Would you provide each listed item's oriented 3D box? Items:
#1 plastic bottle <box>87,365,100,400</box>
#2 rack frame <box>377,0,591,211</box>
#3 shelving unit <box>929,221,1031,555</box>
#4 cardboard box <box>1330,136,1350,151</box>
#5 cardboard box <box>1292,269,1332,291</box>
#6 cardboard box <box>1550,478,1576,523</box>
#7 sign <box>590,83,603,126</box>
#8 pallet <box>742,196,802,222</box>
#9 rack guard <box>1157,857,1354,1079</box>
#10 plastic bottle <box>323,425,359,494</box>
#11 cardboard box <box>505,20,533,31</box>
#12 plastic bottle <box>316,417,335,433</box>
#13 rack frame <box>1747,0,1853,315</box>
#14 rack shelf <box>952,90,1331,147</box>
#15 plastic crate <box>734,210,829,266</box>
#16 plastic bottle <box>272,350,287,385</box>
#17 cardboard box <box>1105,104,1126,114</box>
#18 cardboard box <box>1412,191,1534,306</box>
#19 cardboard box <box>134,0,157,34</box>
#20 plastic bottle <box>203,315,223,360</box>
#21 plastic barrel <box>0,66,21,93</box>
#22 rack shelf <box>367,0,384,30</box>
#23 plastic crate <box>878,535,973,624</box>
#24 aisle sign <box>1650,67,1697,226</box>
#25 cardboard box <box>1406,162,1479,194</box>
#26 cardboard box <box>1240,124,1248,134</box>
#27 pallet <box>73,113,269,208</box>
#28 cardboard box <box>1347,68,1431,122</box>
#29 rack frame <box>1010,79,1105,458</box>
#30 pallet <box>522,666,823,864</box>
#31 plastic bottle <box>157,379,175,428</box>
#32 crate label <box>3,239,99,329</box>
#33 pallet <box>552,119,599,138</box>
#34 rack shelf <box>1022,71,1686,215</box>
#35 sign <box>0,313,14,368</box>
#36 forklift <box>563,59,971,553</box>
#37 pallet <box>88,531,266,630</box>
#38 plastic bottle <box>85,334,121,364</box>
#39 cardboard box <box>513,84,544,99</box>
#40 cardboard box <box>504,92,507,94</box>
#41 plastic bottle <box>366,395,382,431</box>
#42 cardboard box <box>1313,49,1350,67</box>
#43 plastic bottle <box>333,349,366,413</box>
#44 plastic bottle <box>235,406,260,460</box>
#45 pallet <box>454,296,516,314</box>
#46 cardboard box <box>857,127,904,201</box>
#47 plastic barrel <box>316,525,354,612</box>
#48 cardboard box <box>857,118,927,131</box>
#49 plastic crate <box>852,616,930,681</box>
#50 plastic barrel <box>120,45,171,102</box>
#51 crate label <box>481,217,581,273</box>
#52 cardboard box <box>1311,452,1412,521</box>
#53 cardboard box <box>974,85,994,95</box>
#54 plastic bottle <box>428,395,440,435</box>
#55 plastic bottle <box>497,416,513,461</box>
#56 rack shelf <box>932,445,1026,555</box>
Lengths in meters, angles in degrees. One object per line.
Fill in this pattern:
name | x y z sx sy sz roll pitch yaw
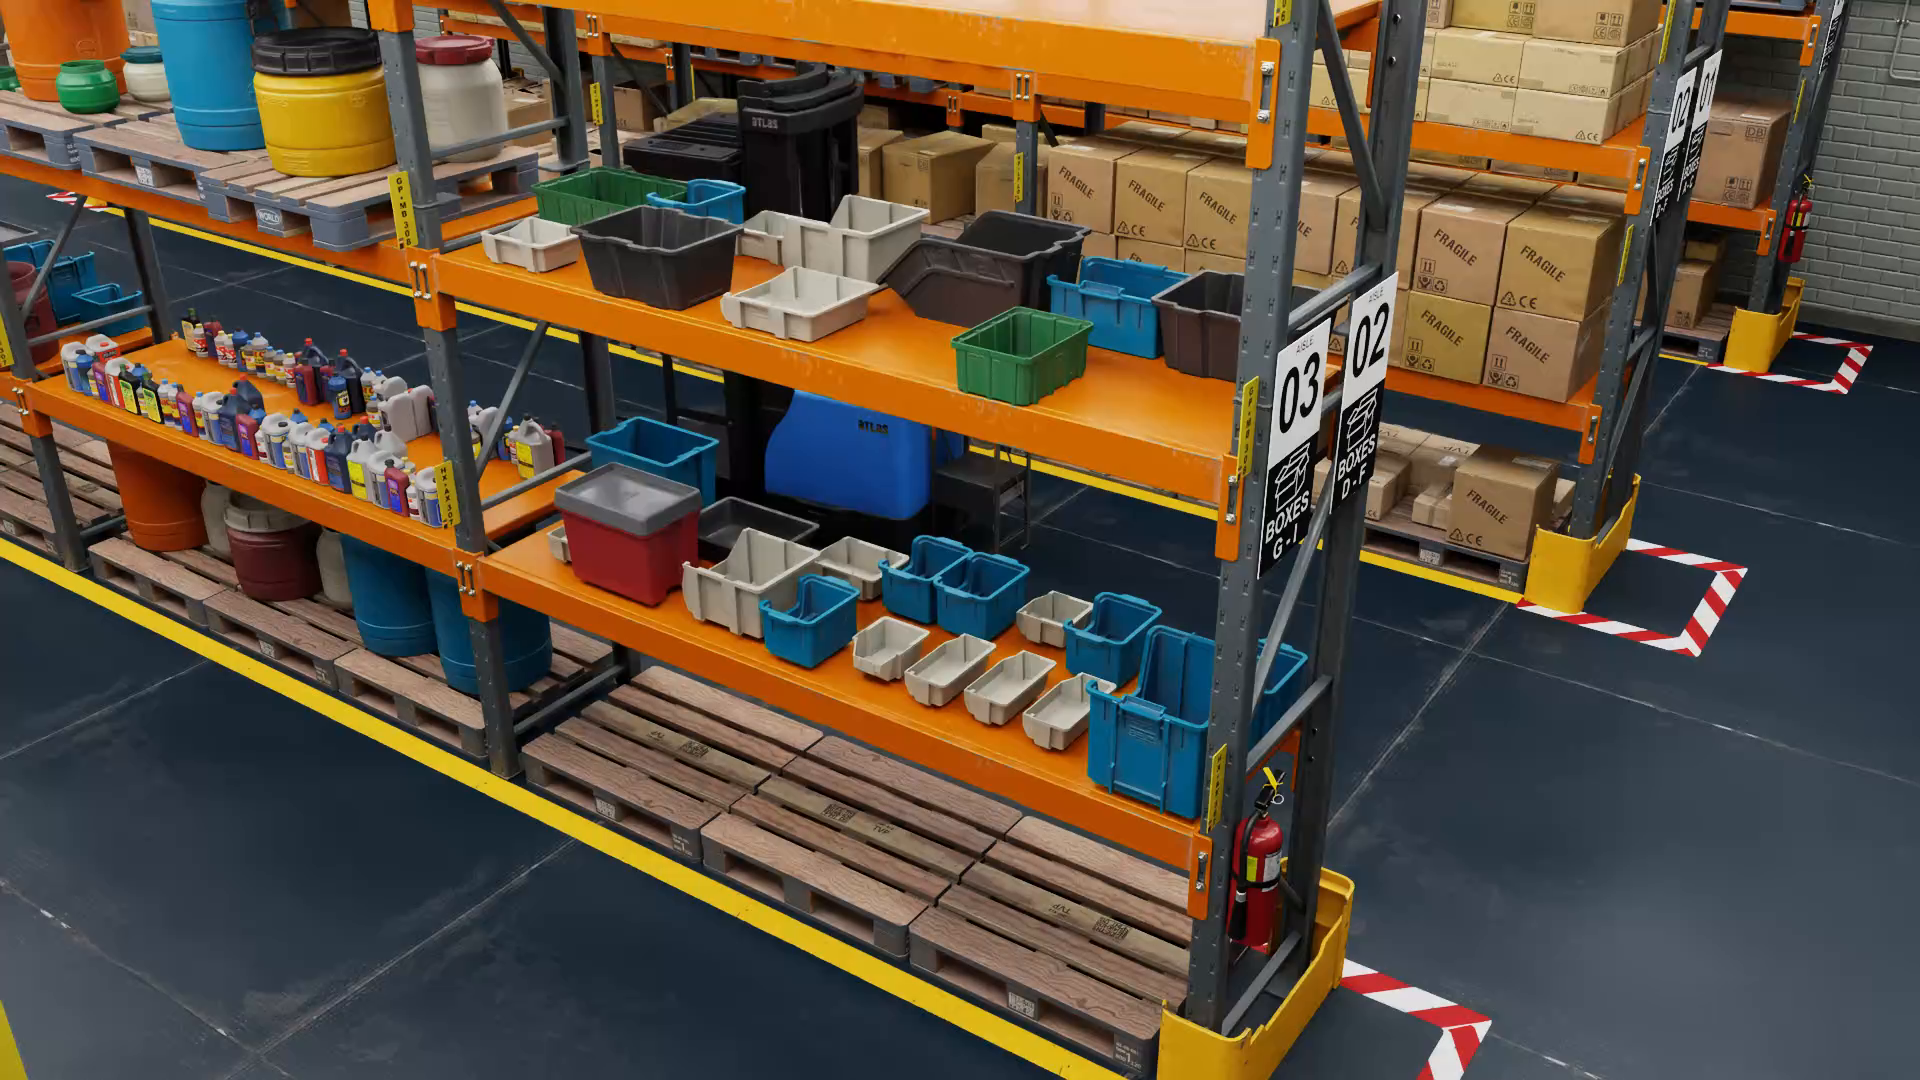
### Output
plastic bottle | -5.063 -0.934 9.772 0.097 0.201 0.097 0 27 0
rack frame | -2.100 -2.966 6.931 0.127 3.000 1.000 17 32 30
shelving unit | 0.136 -0.893 10.464 0.503 2.100 0.431 17 32 30
cardboard box | 3.947 -3.985 15.216 0.700 0.700 0.980 18 32 31
cardboard box | 2.228 -1.566 10.683 0.500 0.500 0.500 17 31 30
cardboard box | 3.854 -0.278 10.921 0.250 0.149 0.380 17 32 30
sign | -2.901 -3.478 13.275 0.005 0.325 0.100 17 32 30
pallet | -0.984 -2.587 13.013 1.213 0.211 1.003 17 32 30
rack guard | 1.224 1.850 6.838 0.348 0.500 1.175 17 32 30
plastic bottle | -3.195 -0.432 8.620 0.185 0.351 0.144 17 32 30
cardboard box | -5.307 -6.515 20.662 0.500 0.250 0.500 17 31 30
plastic bottle | -3.380 -0.525 8.890 0.097 0.271 0.097 0 27 0
rack frame | 6.806 -2.969 13.551 0.127 3.000 1.000 17 32 30
rack shelf | 1.861 -4.189 16.742 4.000 0.370 1.077 17 32 30
plastic crate | -0.836 -1.328 7.309 0.466 0.136 0.293 17 32 30
plastic bottle | -4.066 -1.041 9.982 0.097 0.201 0.097 0 27 0
cardboard box | 1.623 -4.360 16.538 0.250 0.149 0.380 18 32 31
cardboard box | 3.065 -1.747 9.938 0.500 0.500 0.500 18 32 32
cardboard box | -7.910 -5.447 16.880 0.500 0.500 0.700 17 32 31
plastic bottle | -4.632 -1.264 10.329 0.133 0.283 0.061 17 32 30
plastic barrel | -5.630 -2.632 9.752 0.294 0.245 0.294 0 27 0
rack shelf | -3.749 -2.981 8.194 4.000 0.370 1.077 17 32 30
plastic crate | -0.153 0.181 7.480 0.300 0.233 0.416 17 32 30
aisle sign | 3.888 -2.143 9.061 0.004 0.787 0.394 17 32 30
cardboard box | 2.943 -2.081 10.593 0.500 0.500 0.500 18 32 31
cardboard box | 2.849 -3.930 15.695 0.250 0.149 0.380 18 32 31
pallet | -3.738 -2.000 8.548 1.213 0.211 1.003 17 32 30
cardboard box | 2.607 -2.676 9.833 0.500 0.250 0.500 17 32 30
rack frame | 0.708 -2.144 11.929 0.127 3.000 1.000 17 32 30
pallet | -1.472 1.124 8.582 1.213 0.211 1.003 17 32 30
plastic bottle | -4.462 -0.778 9.388 0.097 0.271 0.097 0 27 0
crate label | -6.063 -1.692 11.002 0.616 0.435 0.502 17 32 30
pallet | -4.669 -5.280 21.167 1.213 0.211 1.003 17 32 30
rack shelf | 2.356 -2.646 10.402 4.000 0.370 1.077 17 32 30
sign | -5.703 -1.185 9.865 0.005 0.325 0.100 17 32 30
forklift | -1.466 -1.655 11.045 3.031 2.935 1.130 13 30 23
pallet | -4.724 0.110 10.575 1.213 0.211 1.003 17 32 30
plastic bottle | -5.137 -1.089 9.994 0.135 0.276 0.152 17 32 30
cardboard box | -5.393 -5.718 21.432 0.500 0.311 0.500 20 33 34
cardboard box | -4.416 -3.775 15.025 0.500 0.500 0.500 17 32 30
plastic bottle | -3.275 -0.711 9.333 0.097 0.201 0.097 0 27 0
cardboard box | 2.199 -3.030 9.977 0.500 0.250 0.500 17 32 30
plastic bottle | -3.510 -0.922 9.582 0.185 0.351 0.144 17 32 30
plastic bottle | -3.843 -0.581 8.987 0.133 0.283 0.061 17 32 30
pallet | -4.248 -2.467 15.640 1.213 0.211 1.003 17 32 30
cardboard box | -0.784 -2.806 12.657 0.500 0.500 0.700 9 28 18
plastic barrel | -3.537 0.123 9.756 0.421 0.512 0.421 0 27 0
cardboard box | -0.770 -4.447 18.726 0.500 0.500 0.700 17 32 30
plastic crate | -0.306 0.472 7.013 0.250 0.136 0.298 17 32 30
plastic barrel | -4.430 -2.562 9.133 0.301 0.262 0.301 0 27 0
crate label | -1.860 -1.278 7.212 0.466 0.136 0.293 17 32 30
cardboard box | 2.651 -0.390 11.029 0.500 0.250 0.500 17 32 30
cardboard box | 0.352 -4.749 17.304 0.250 0.149 0.380 17 31 30
plastic bottle | -2.893 -0.722 9.265 0.133 0.283 0.061 17 32 30
plastic bottle | -2.456 -0.571 8.981 0.097 0.271 0.097 0 27 0
rack shelf | 0.136 -0.257 10.788 0.480 0.518 0.431 17 32 30
